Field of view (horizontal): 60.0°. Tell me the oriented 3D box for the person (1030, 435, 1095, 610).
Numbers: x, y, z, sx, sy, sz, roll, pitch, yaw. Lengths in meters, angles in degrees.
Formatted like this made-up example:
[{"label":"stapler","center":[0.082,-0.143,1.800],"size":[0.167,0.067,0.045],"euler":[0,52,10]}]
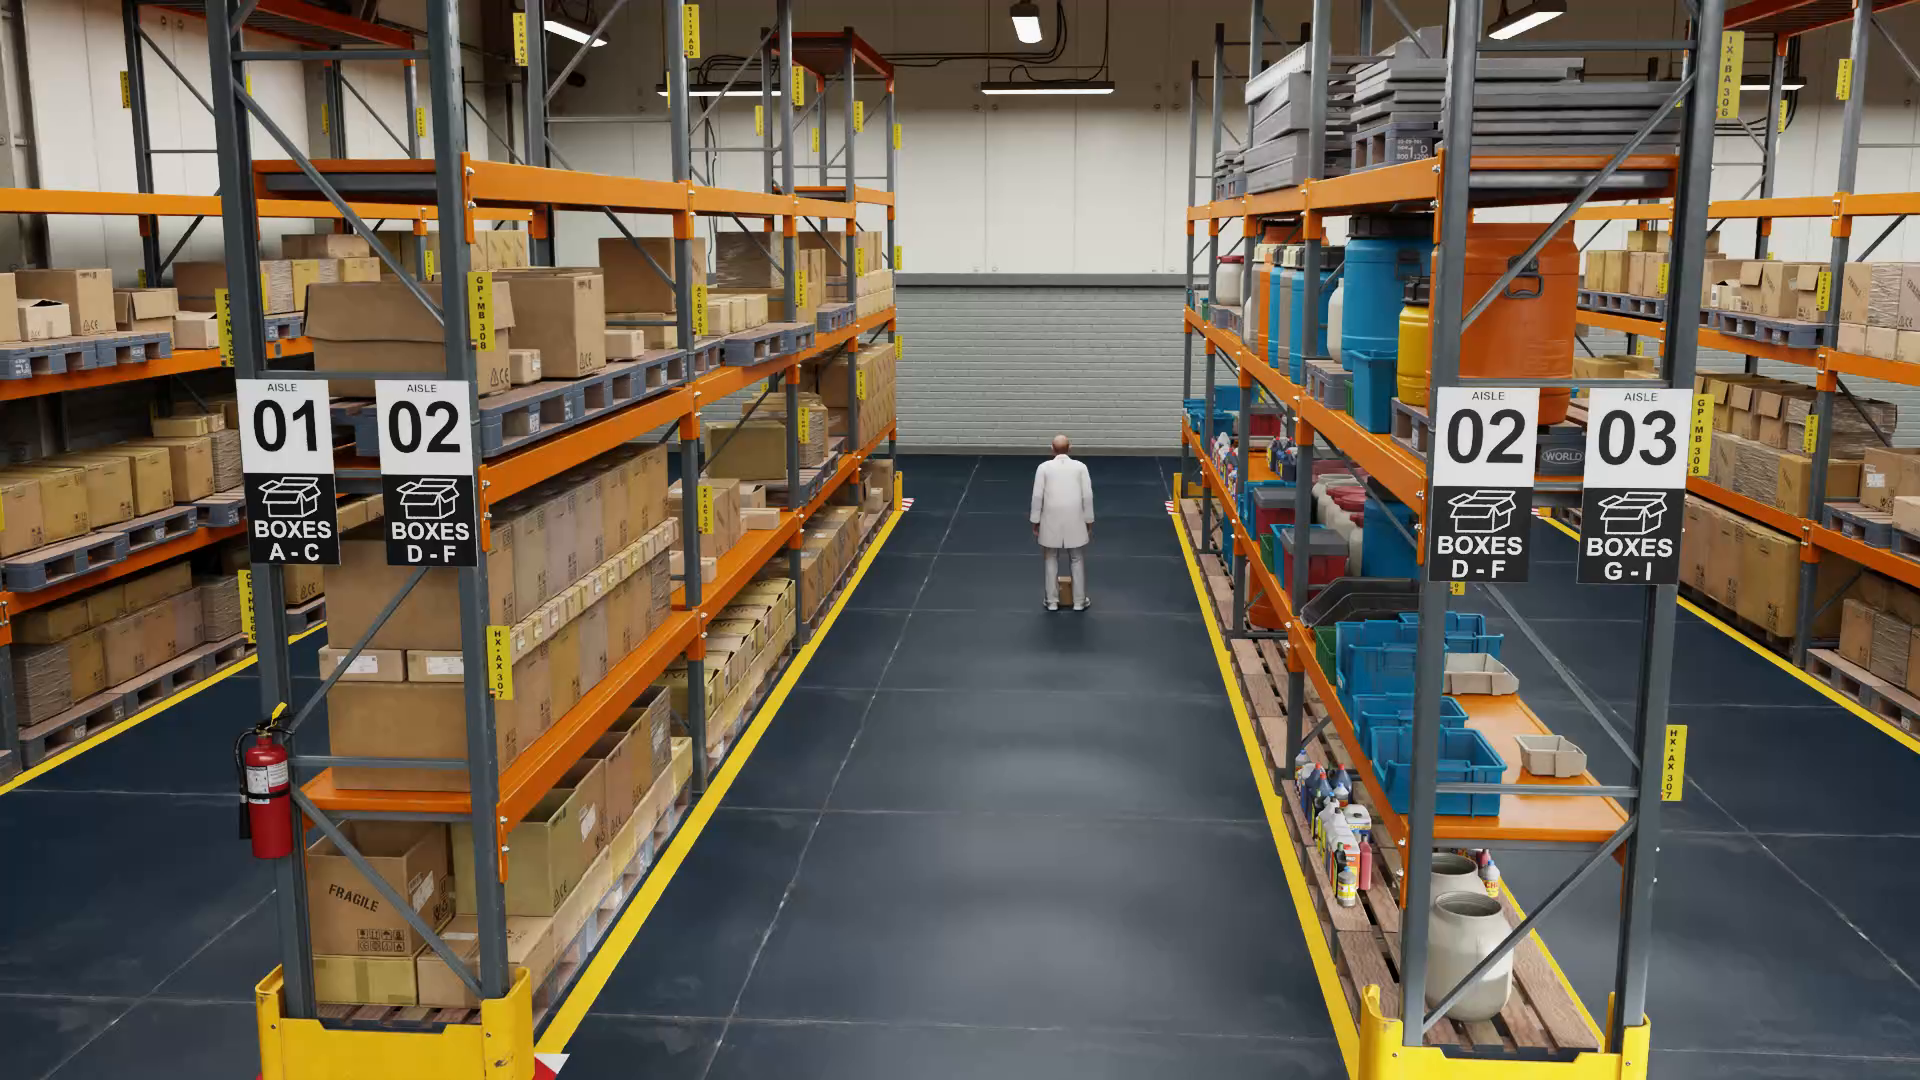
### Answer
[{"label":"person","center":[1.041,-0.177,16.916],"size":[0.656,1.774,0.416],"euler":[0,11,2]}]
